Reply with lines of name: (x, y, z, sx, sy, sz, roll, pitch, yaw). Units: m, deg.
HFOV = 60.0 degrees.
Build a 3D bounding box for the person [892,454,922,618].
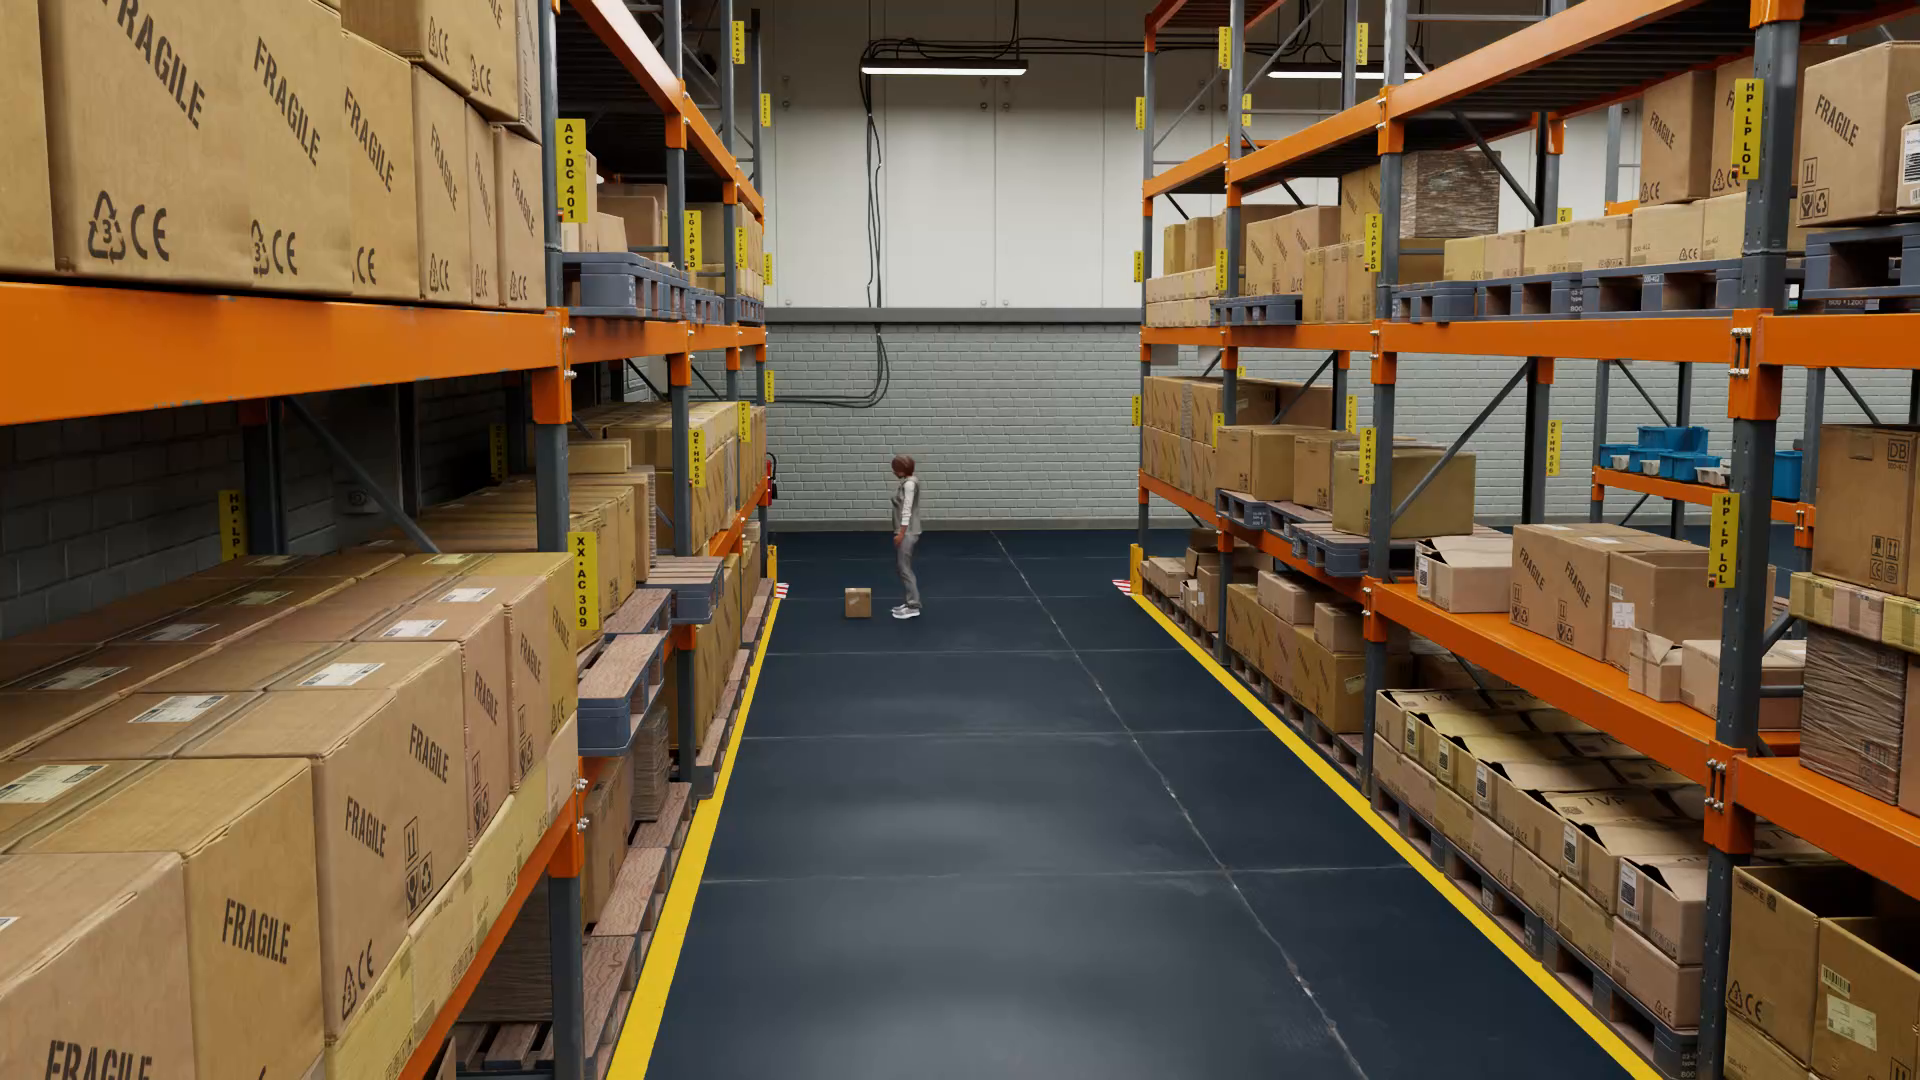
person: (-0.518, -0.038, 16.222, 0.302, 1.577, 0.409, 0, 7, -2)
